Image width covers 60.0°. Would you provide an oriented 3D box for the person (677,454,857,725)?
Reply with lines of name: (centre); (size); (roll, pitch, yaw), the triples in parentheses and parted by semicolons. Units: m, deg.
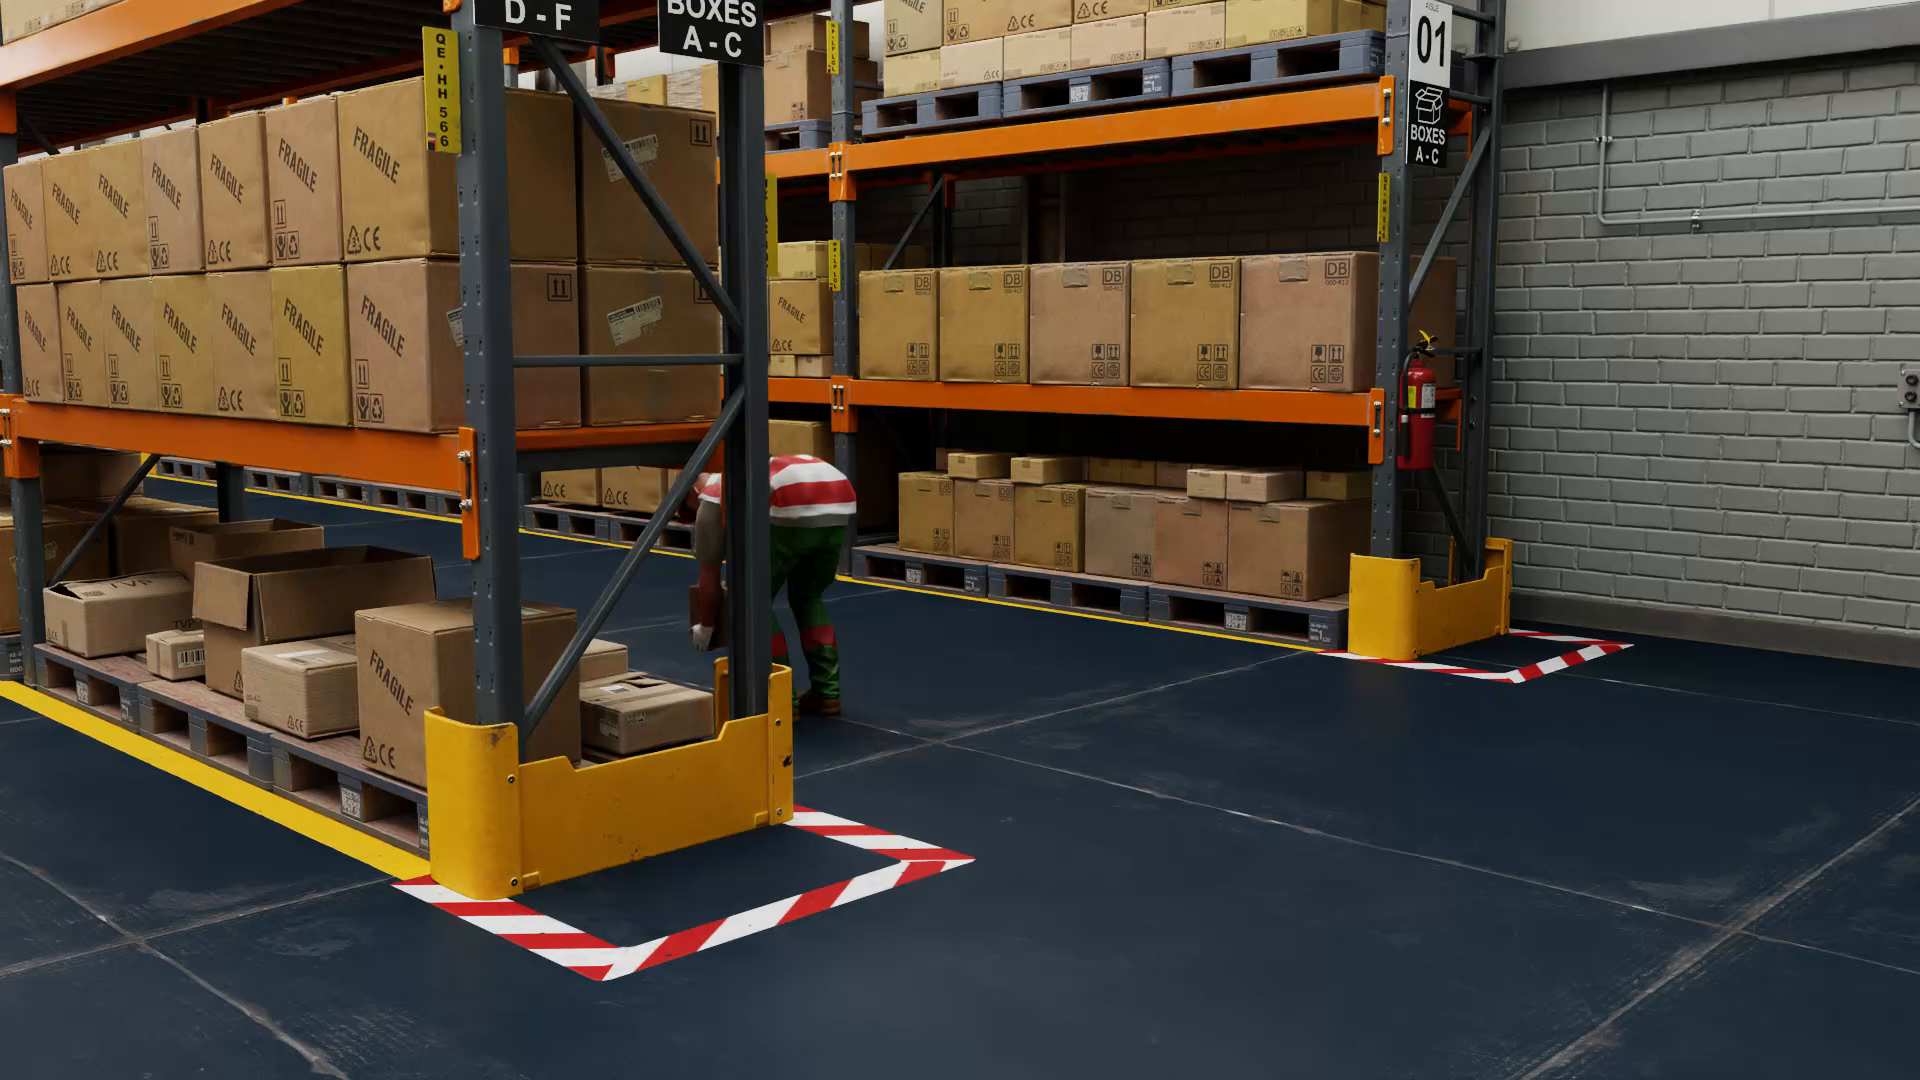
person: (-0.861, 0.175, 7.065); (0.965, 1.095, 0.506); (6, 9, 41)
